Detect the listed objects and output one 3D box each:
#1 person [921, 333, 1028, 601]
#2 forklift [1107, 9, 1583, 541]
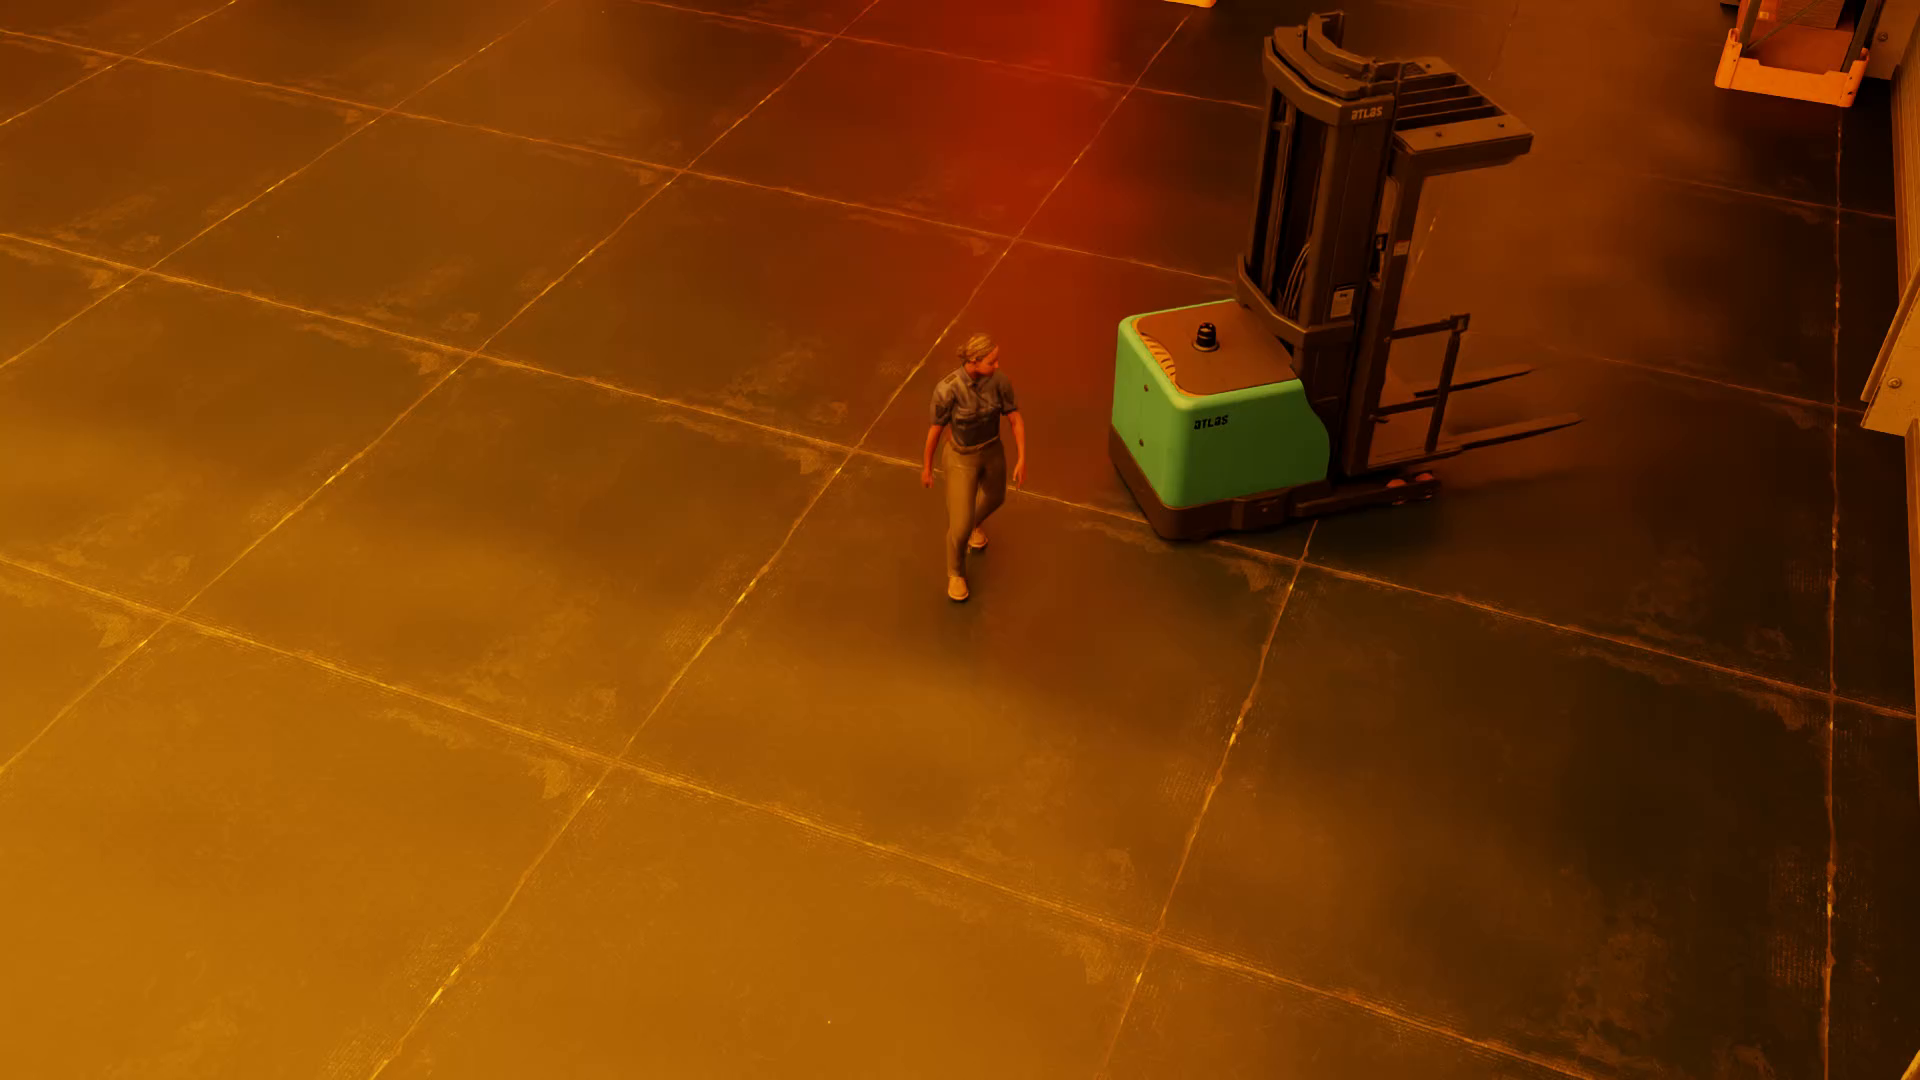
[{"bbox_3d":[0.060,-0.464,9.608,0.586,1.593,0.710,-23,45,-25],"label":"person"},{"bbox_3d":[2.539,-1.661,9.990,3.031,2.935,1.130,-11,41,-13],"label":"forklift"}]
